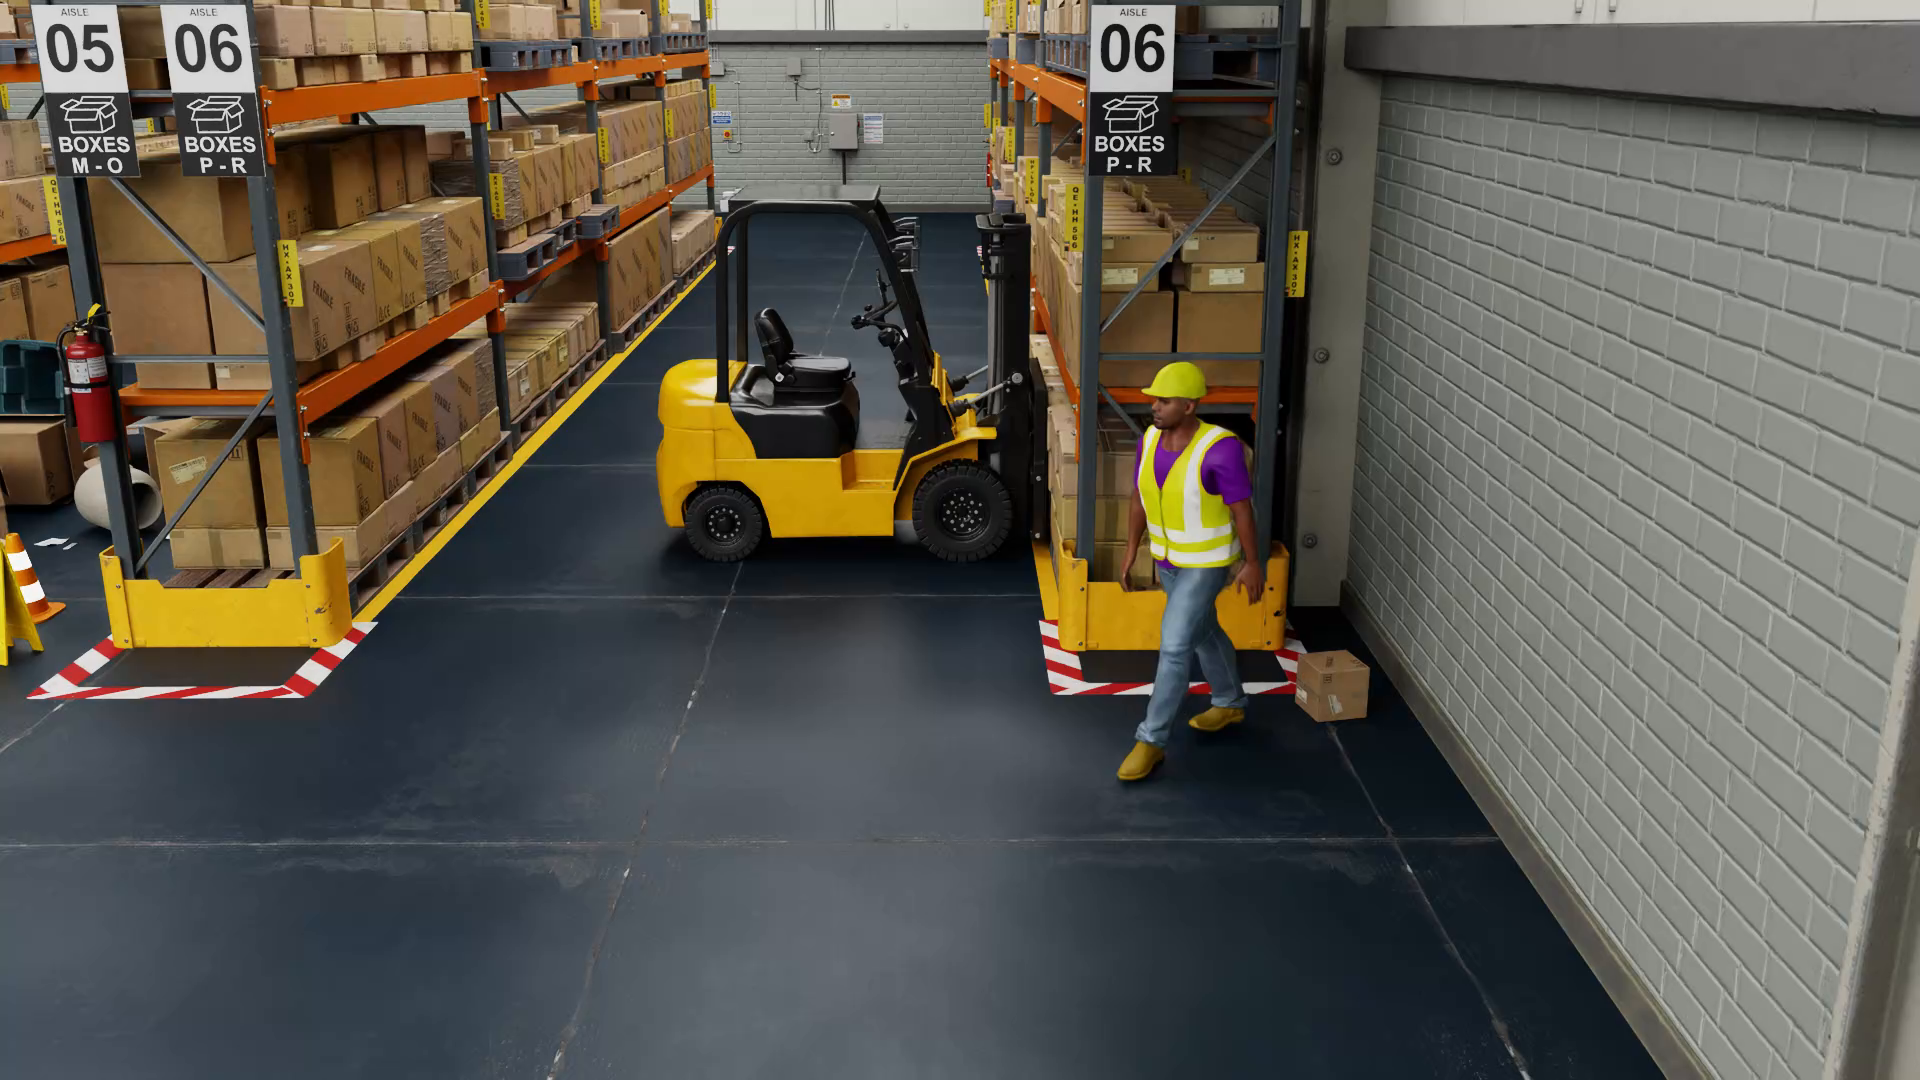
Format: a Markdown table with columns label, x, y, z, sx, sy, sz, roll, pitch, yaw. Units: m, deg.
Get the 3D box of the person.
| label | x | y | z | sx | sy | sz | roll | pitch | yaw |
| --- | --- | --- | --- | --- | --- | --- | --- | --- | --- |
| person | 0.954 | 0.083 | 7.221 | 0.878 | 1.735 | 0.605 | -11 | 20 | -31 |
